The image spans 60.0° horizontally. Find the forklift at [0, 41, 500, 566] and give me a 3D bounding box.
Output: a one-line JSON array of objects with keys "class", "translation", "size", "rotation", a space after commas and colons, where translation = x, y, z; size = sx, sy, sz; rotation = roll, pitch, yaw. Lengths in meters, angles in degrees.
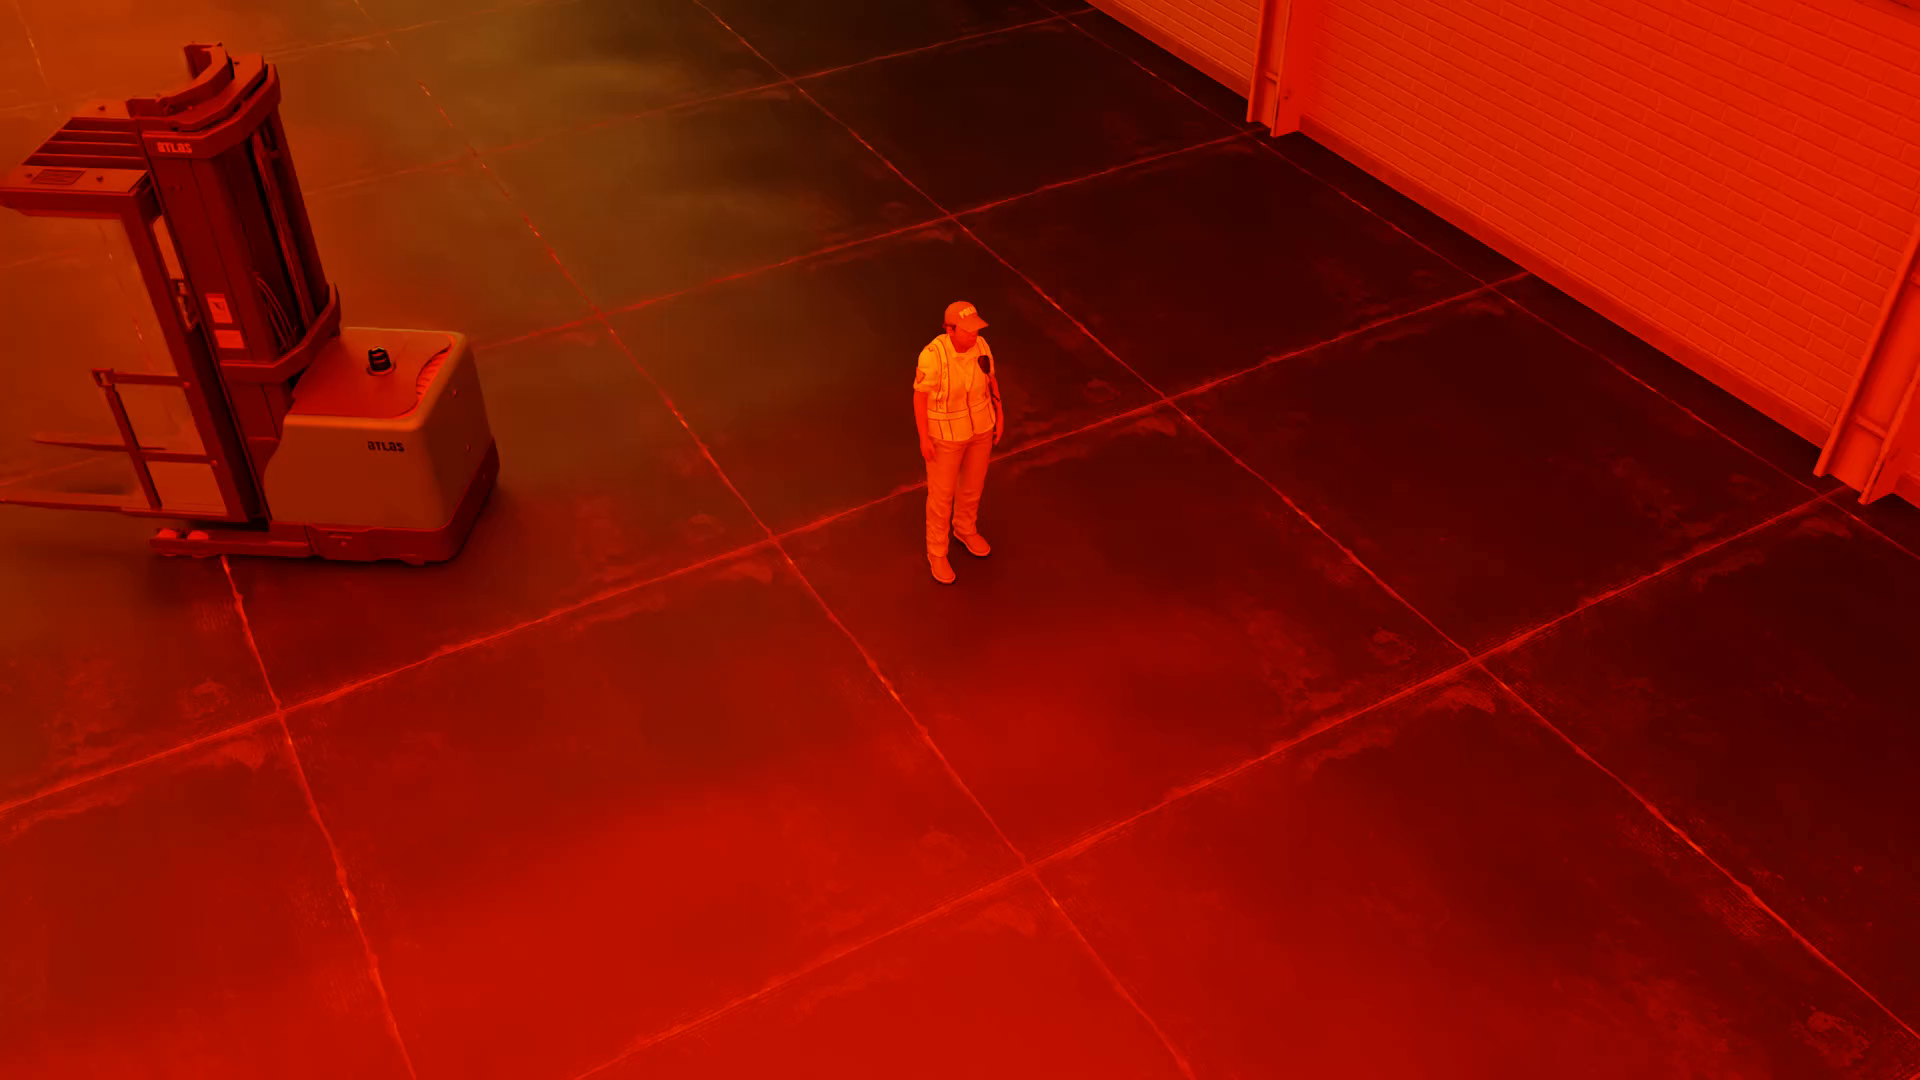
[{"class": "forklift", "translation": [-4.530, -1.351, 9.665], "size": [3.031, 2.935, 1.130], "rotation": [3, 40, 4]}]

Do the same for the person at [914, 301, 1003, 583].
[{"class": "person", "translation": [0.019, -0.598, 9.735], "size": [0.598, 1.670, 0.529], "rotation": [-20, 44, -23]}]
